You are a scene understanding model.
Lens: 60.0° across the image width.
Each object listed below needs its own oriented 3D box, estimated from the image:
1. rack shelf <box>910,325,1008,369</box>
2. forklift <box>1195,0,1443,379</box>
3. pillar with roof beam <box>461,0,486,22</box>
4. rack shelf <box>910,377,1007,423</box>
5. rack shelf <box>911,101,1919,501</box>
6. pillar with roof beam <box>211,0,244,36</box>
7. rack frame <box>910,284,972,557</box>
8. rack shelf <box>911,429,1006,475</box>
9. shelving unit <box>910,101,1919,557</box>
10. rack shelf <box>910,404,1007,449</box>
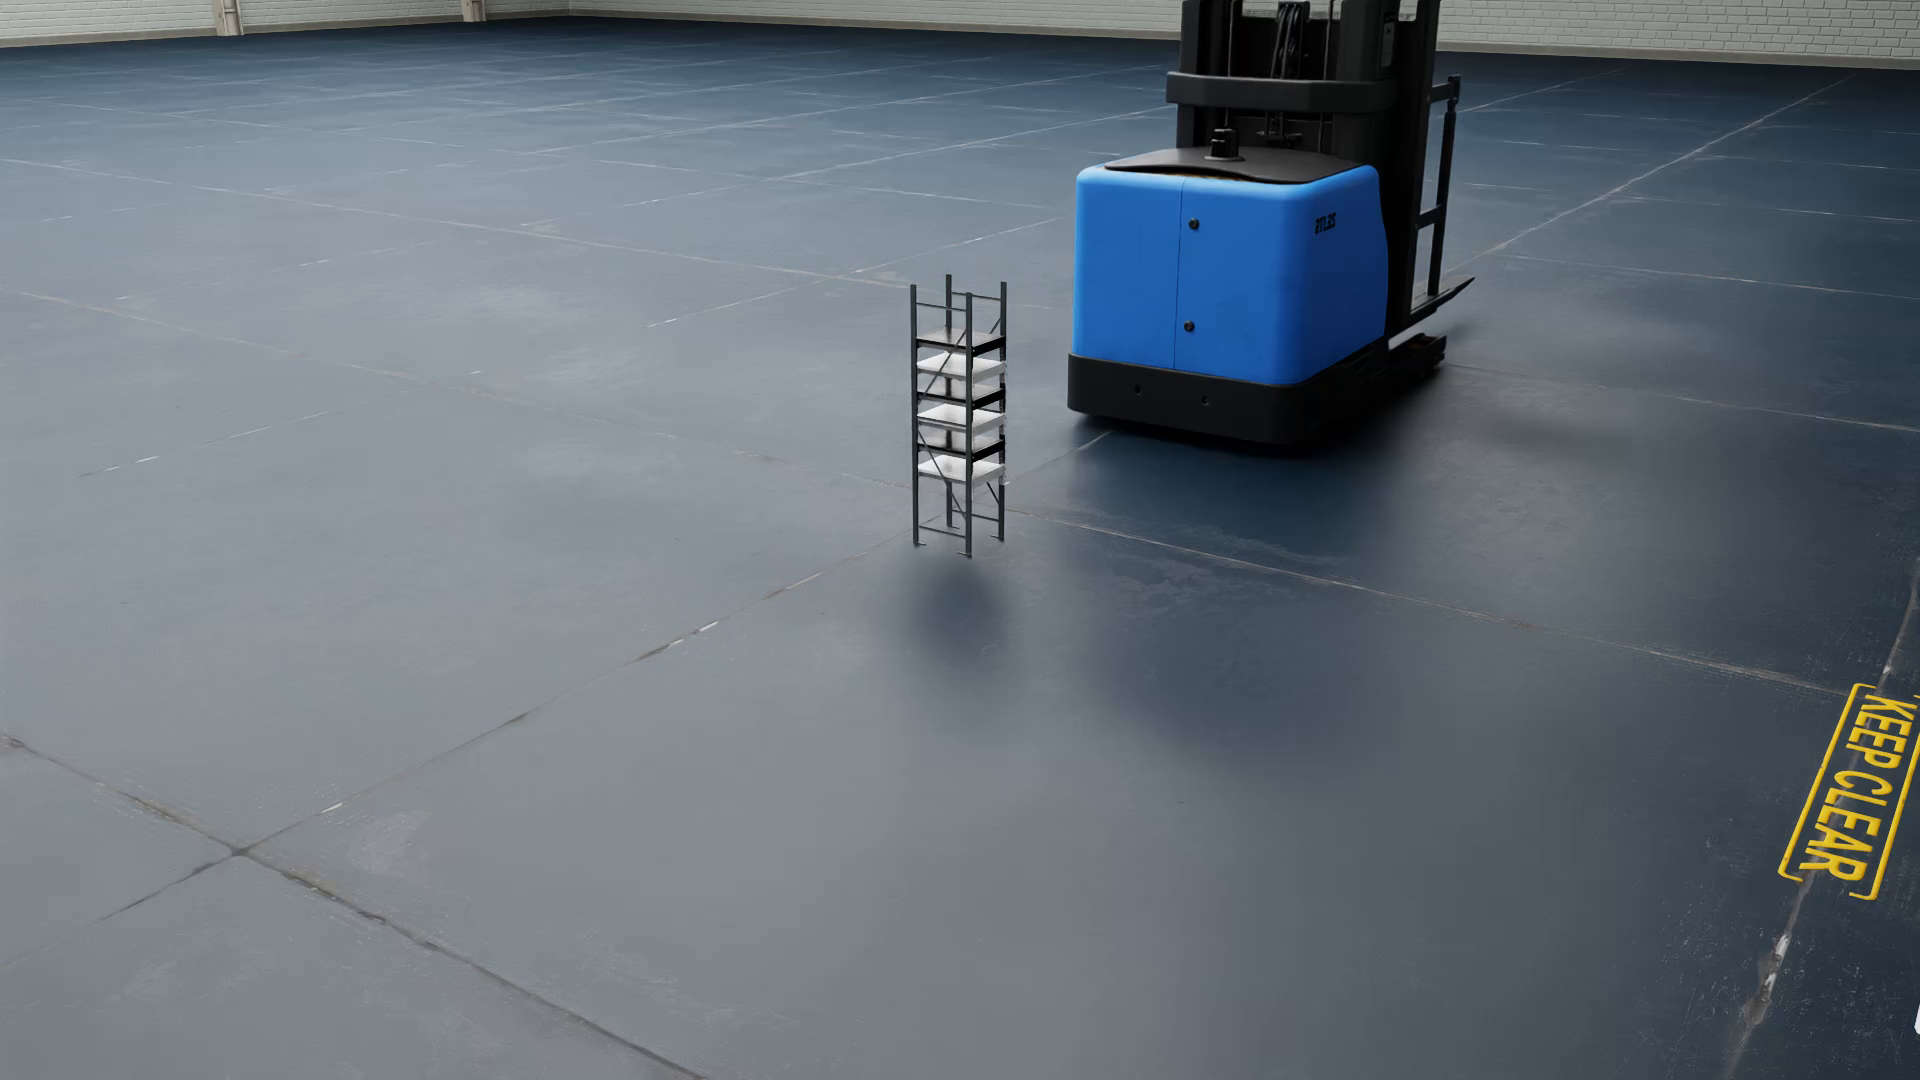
[{"bbox_3d":[-0.005,-0.642,5.520,0.258,0.077,0.200,13,24,32],"label":"rack shelf"},{"bbox_3d":[1.678,-2.208,7.510,1.121,2.935,3.031,12,24,30],"label":"forklift"},{"bbox_3d":[-7.194,-14.875,33.009,9.100,9.000,0.400,13,24,32],"label":"pillar with roof beam"},{"bbox_3d":[-0.005,-0.473,5.583,0.258,0.077,0.200,13,24,32],"label":"rack shelf"},{"bbox_3d":[7.441,-2.202,11.321,6.000,0.275,18.464,13,24,32],"label":"rack shelf"},{"bbox_3d":[-10.567,-13.154,28.355,9.100,9.000,0.400,13,24,32],"label":"pillar with roof beam"},{"bbox_3d":[-0.062,-0.391,5.524,0.240,0.900,0.006,13,24,32],"label":"rack frame"},{"bbox_3d":[-0.005,-0.304,5.645,0.258,0.077,0.200,13,24,32],"label":"rack shelf"},{"bbox_3d":[7.439,-2.494,11.210,6.000,0.900,18.469,13,24,32],"label":"shelving unit"},{"bbox_3d":[-0.005,-0.388,5.614,0.258,0.077,0.200,13,24,32],"label":"rack shelf"}]
